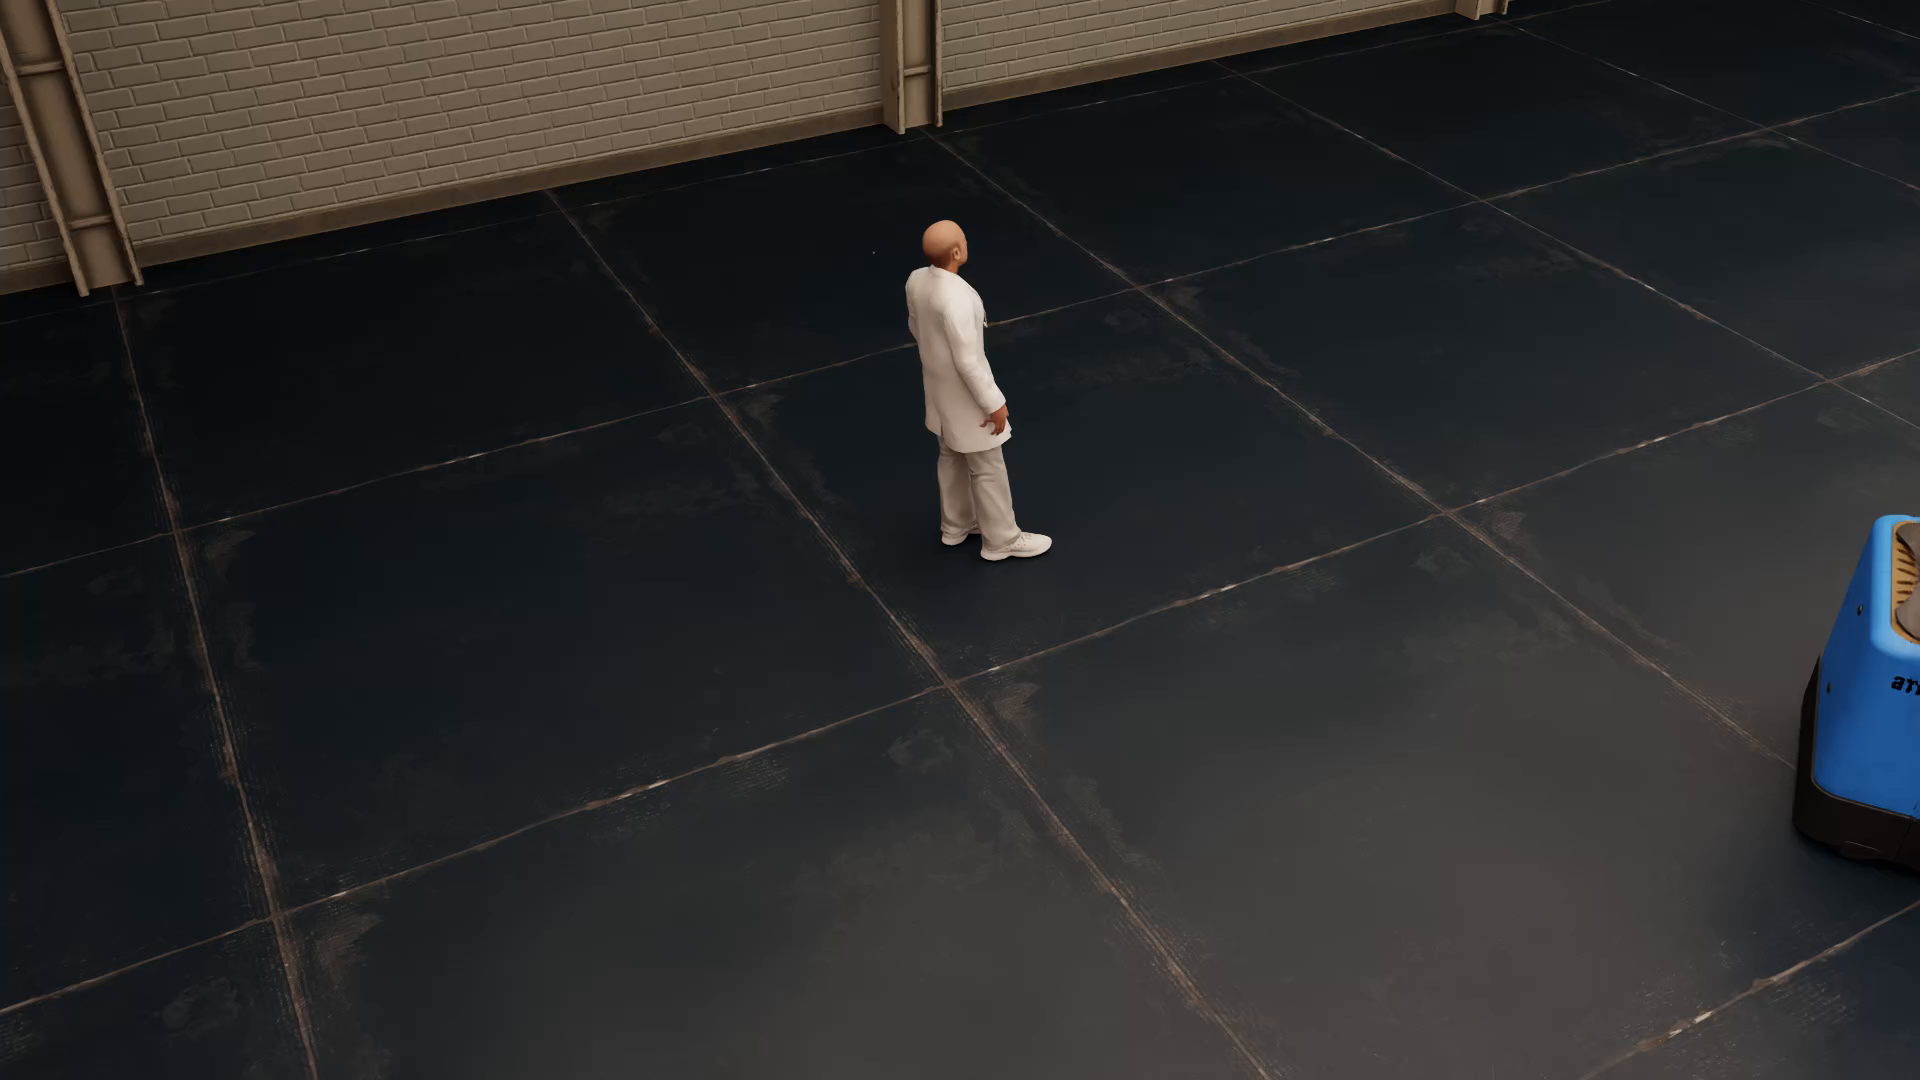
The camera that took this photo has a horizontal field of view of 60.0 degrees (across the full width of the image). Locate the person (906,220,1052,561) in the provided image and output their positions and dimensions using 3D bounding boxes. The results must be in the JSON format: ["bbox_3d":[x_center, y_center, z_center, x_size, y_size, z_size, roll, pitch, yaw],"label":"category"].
[{"bbox_3d":[0.082,-0.754,8.176,0.581,1.775,0.696,-17,39,-23],"label":"person"}]

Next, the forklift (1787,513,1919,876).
[{"bbox_3d":[4.991,0.158,5.900,3.031,2.935,1.130,15,38,20],"label":"forklift"}]
